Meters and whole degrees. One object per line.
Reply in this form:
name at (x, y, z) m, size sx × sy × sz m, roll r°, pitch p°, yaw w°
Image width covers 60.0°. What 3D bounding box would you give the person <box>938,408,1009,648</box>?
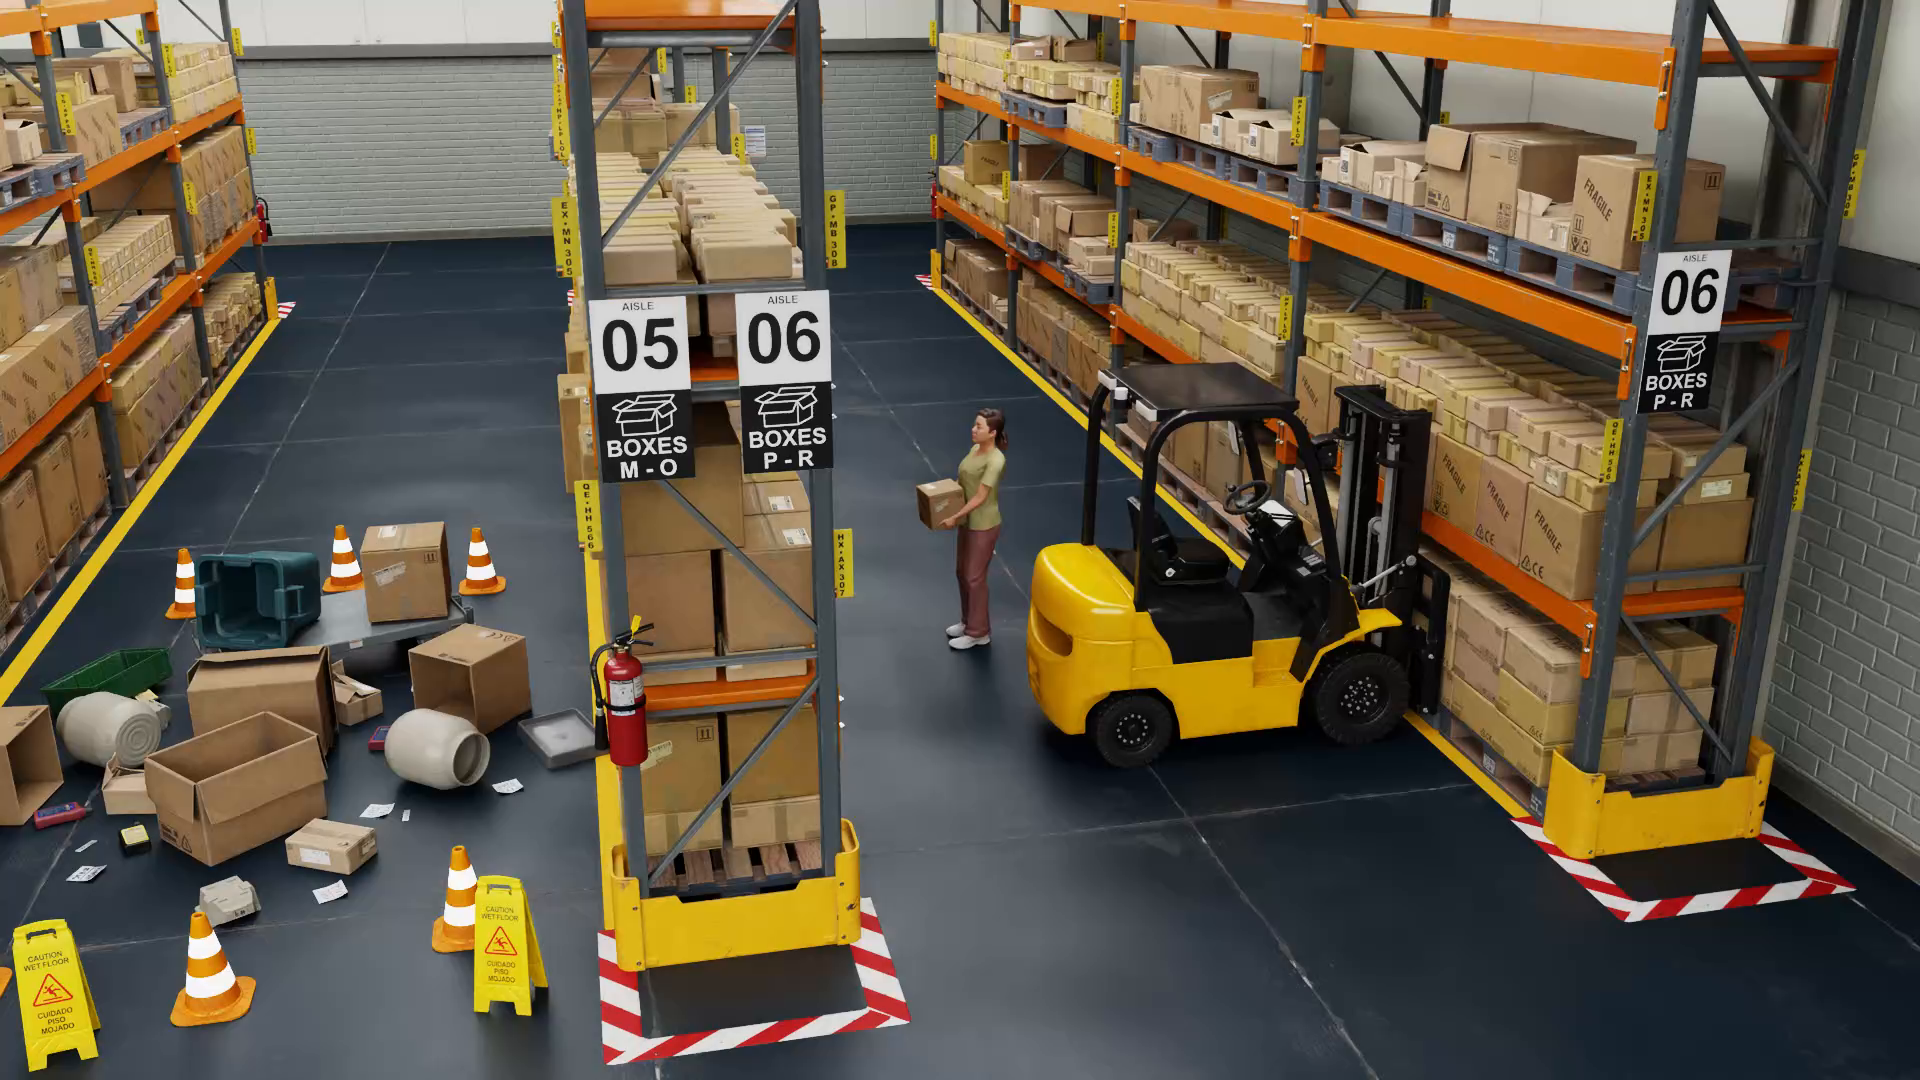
person at (0.066, -0.082, 11.320) m, size 0.559 × 1.661 × 0.428 m, roll -7°, pitch 21°, yaw -20°
